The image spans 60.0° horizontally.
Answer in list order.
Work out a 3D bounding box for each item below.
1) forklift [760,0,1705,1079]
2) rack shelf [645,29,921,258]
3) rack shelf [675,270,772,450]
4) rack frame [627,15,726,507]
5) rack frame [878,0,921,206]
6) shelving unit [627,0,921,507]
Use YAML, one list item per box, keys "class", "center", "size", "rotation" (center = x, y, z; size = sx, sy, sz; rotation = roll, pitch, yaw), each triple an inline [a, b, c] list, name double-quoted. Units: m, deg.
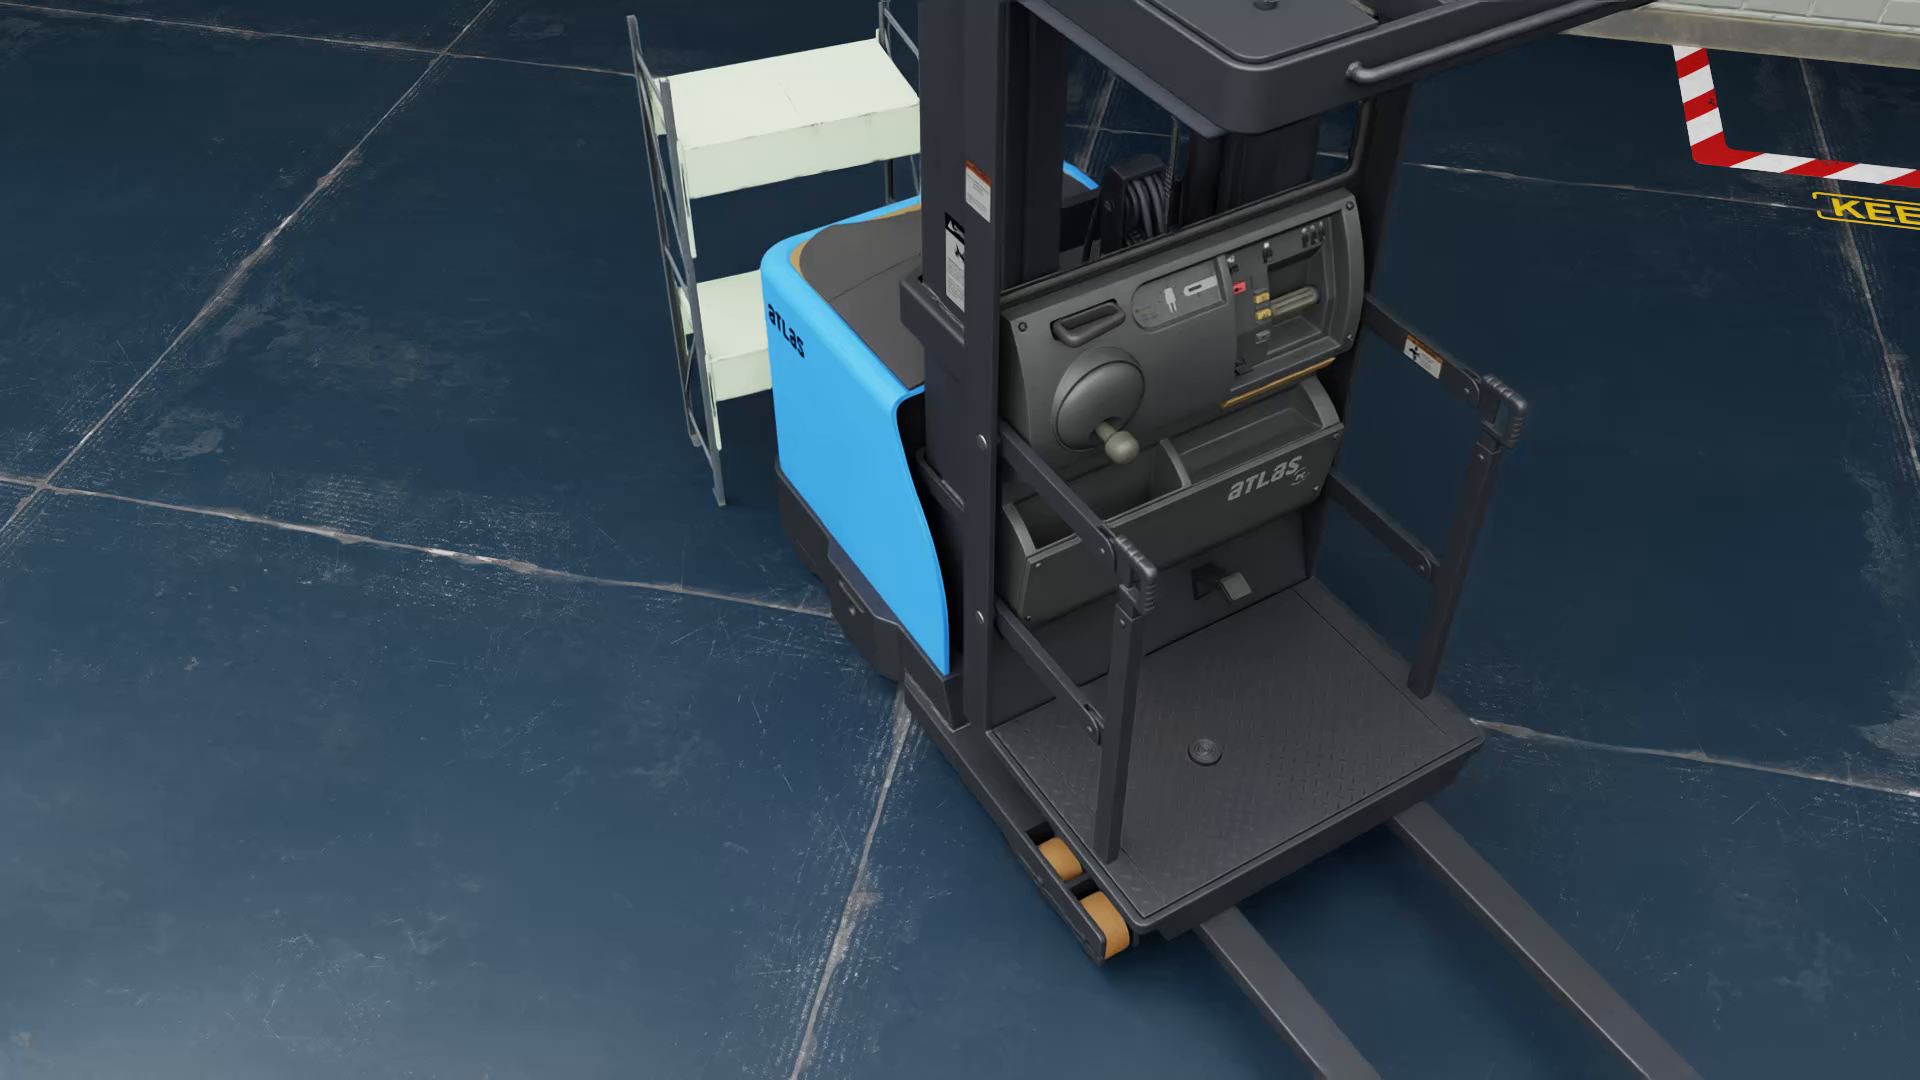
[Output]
- class: "forklift"
  center: [0.630, -0.384, 3.536]
  size: [1.130, 2.935, 3.031]
  rotation: [-23, 48, -22]
- class: "rack shelf"
  center: [-0.497, -1.153, 4.803]
  size: [0.720, 0.370, 0.431]
  rotation: [-15, 46, -15]
- class: "rack shelf"
  center: [-0.497, -0.636, 5.300]
  size: [0.720, 0.370, 0.431]
  rotation: [-15, 46, -15]
- class: "rack frame"
  center: [-0.838, -0.779, 4.978]
  size: [0.023, 1.500, 0.400]
  rotation: [-15, 46, -15]
- class: "rack frame"
  center: [-0.156, -0.964, 5.170]
  size: [0.023, 1.500, 0.400]
  rotation: [-15, 46, -15]
- class: "shelving unit"
  center: [-0.497, -0.871, 5.074]
  size: [0.755, 1.500, 0.431]
  rotation: [-15, 46, -15]
